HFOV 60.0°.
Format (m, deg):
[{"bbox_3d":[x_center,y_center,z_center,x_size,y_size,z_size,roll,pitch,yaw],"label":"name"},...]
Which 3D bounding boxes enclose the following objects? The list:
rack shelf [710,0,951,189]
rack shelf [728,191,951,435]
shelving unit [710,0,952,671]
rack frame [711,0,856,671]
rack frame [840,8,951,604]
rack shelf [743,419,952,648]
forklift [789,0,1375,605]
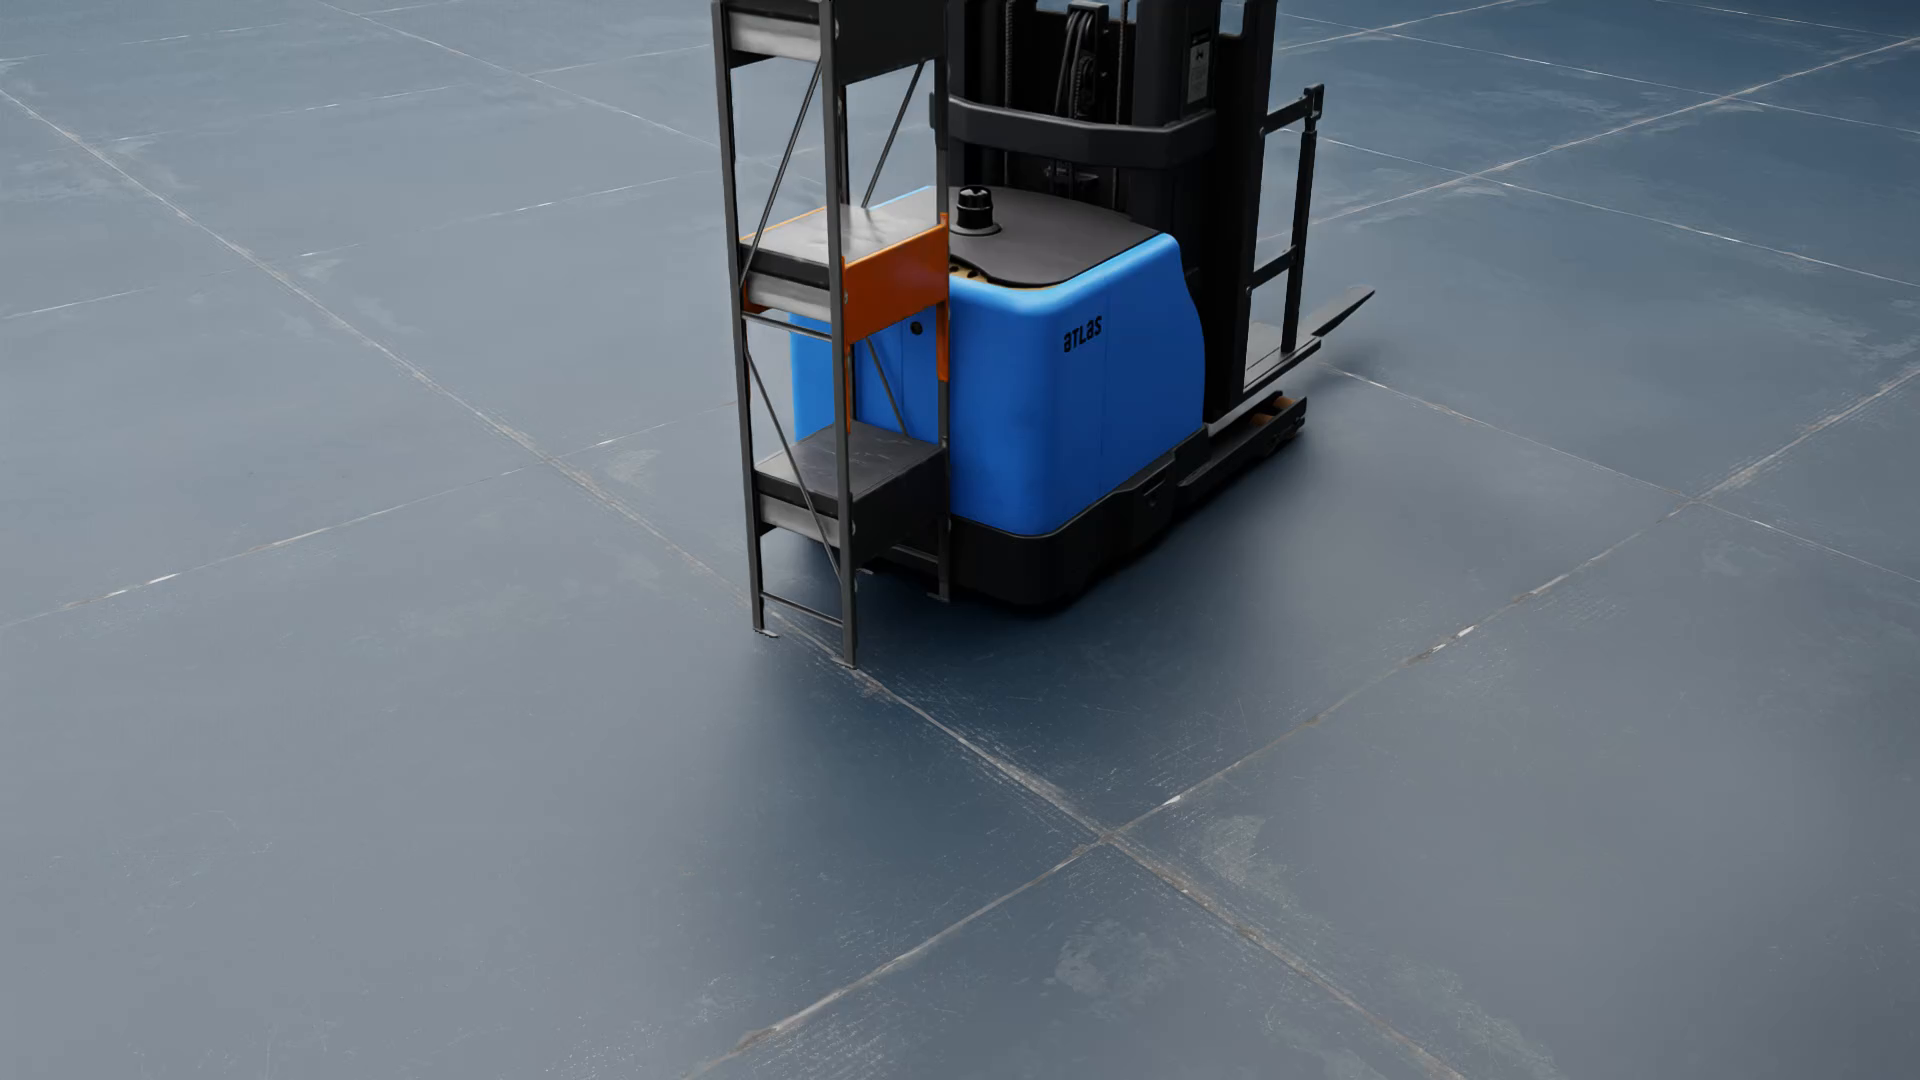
[{"bbox_3d":[-0.339,-1.287,4.475,0.431,0.518,0.480,19,33,31],"label":"rack shelf"},{"bbox_3d":[-0.339,-0.670,4.805,0.431,0.518,0.480,19,33,31],"label":"rack shelf"},{"bbox_3d":[-0.339,-0.682,4.798,0.431,2.100,0.503,19,33,31],"label":"shelving unit"},{"bbox_3d":[-0.480,-0.588,4.623,0.400,2.100,0.015,19,33,31],"label":"rack frame"},{"bbox_3d":[-0.198,-0.776,4.974,0.400,2.100,0.015,19,33,31],"label":"rack frame"},{"bbox_3d":[-0.339,-0.053,5.135,0.431,0.518,0.480,19,33,31],"label":"rack shelf"},{"bbox_3d":[0.694,-1.728,5.874,1.130,2.935,3.031,19,33,31],"label":"forklift"}]
